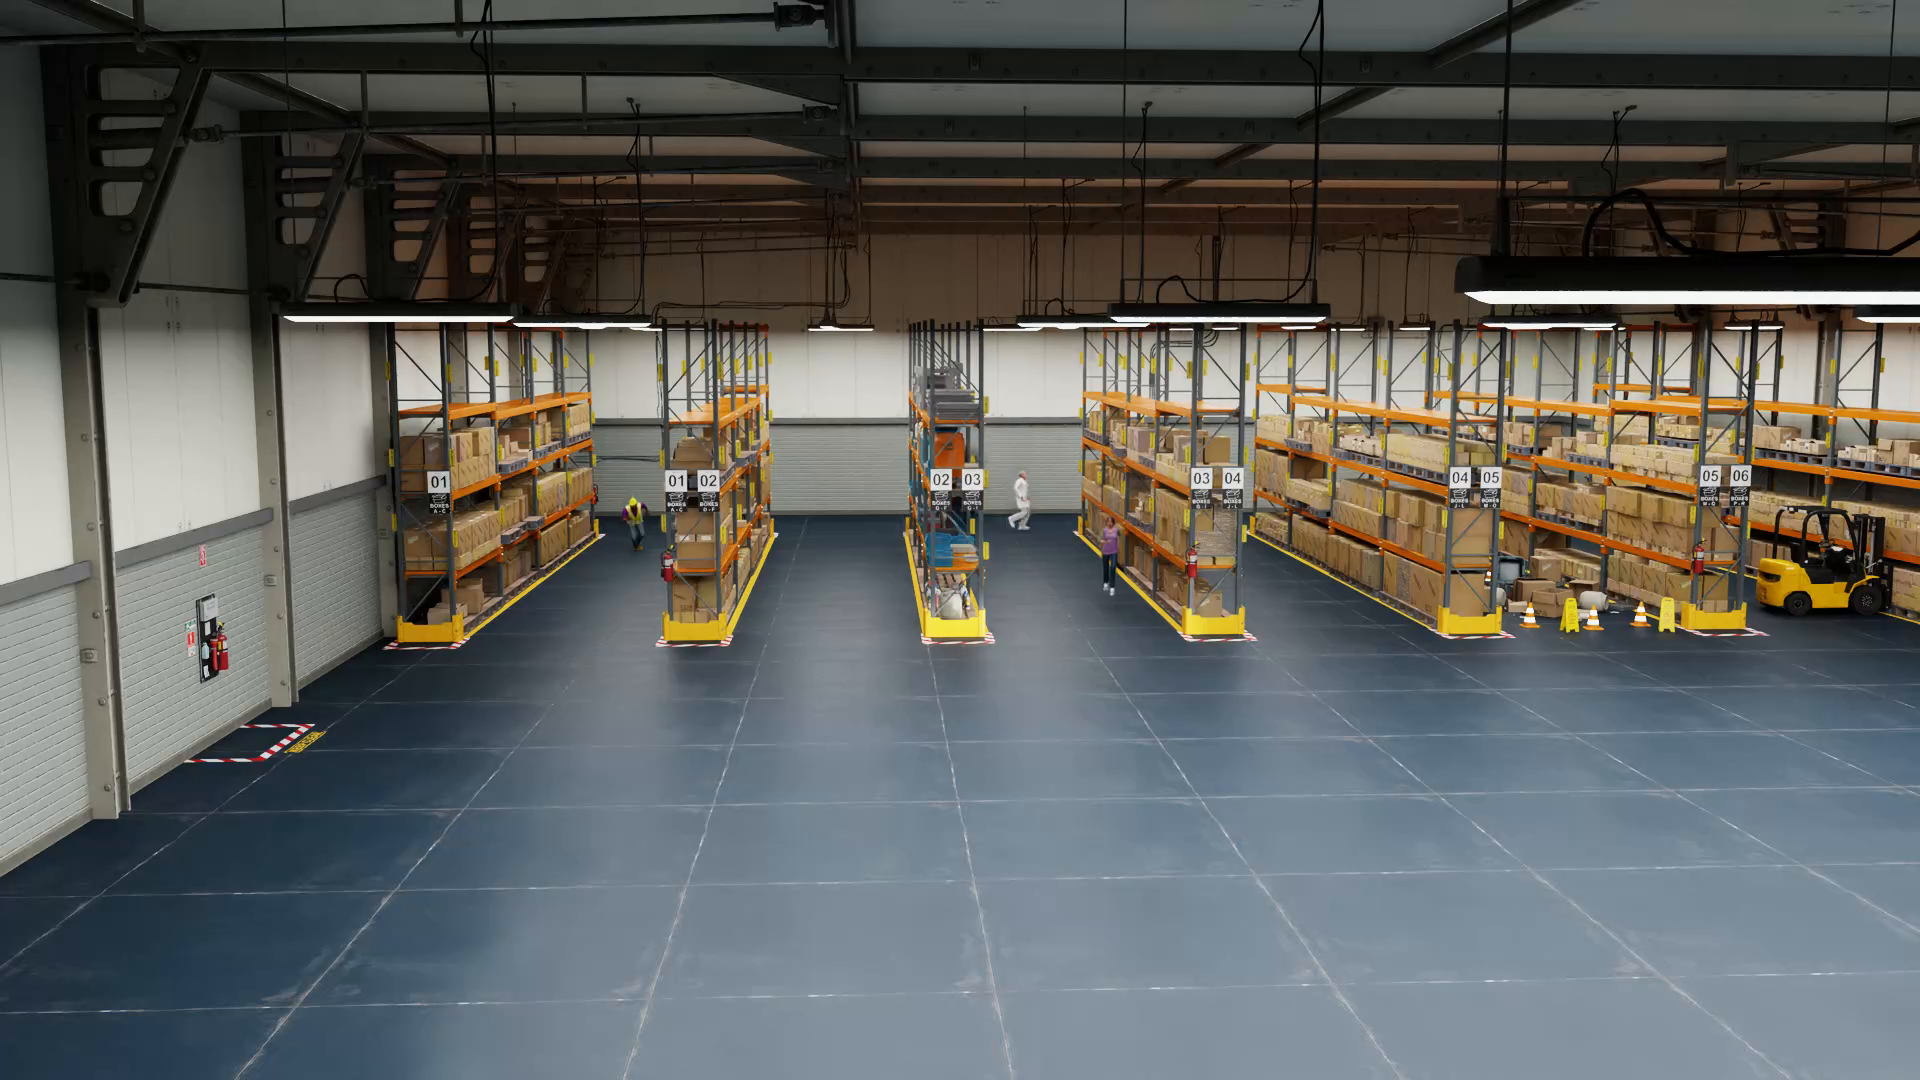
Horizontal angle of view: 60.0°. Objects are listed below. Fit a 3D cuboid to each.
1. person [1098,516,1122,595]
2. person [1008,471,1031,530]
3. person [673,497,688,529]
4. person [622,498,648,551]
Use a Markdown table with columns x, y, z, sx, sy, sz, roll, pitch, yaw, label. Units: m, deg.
| x | y | z | sx | sy | sz | roll | pitch | yaw | label |
| --- | --- | --- | --- | --- | --- | --- | --- | --- | --- |
| 3.151 | 0.297 | 34.947 | 0.545 | 1.619 | 0.792 | 0 | 7 | -1 | person |
| 1.779 | -1.180 | 48.983 | 0.665 | 1.718 | 0.753 | 1 | 7 | 10 | person |
| -7.965 | -1.088 | 48.794 | 0.859 | 1.687 | 0.659 | 3 | 8 | 22 | person |
| -8.517 | -0.410 | 43.679 | 0.722 | 1.468 | 0.986 | -2 | 7 | -18 | person |
